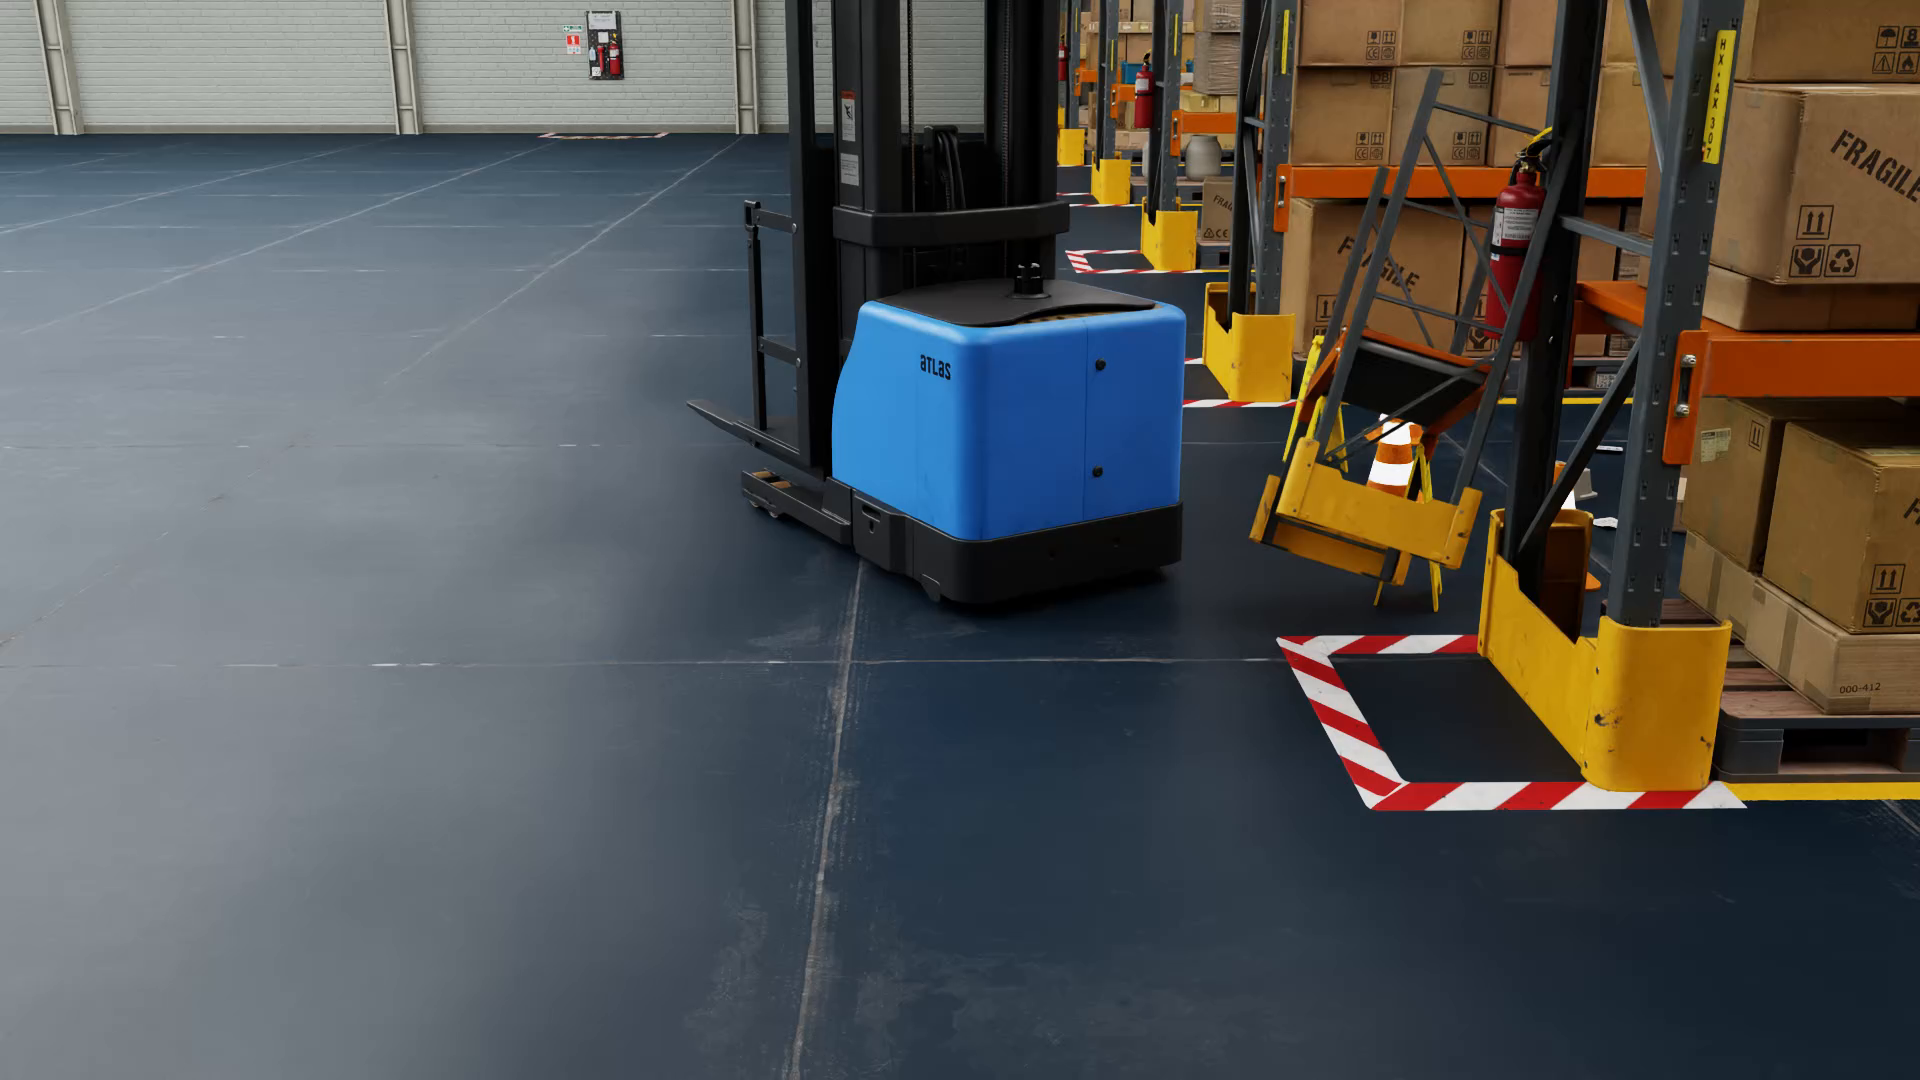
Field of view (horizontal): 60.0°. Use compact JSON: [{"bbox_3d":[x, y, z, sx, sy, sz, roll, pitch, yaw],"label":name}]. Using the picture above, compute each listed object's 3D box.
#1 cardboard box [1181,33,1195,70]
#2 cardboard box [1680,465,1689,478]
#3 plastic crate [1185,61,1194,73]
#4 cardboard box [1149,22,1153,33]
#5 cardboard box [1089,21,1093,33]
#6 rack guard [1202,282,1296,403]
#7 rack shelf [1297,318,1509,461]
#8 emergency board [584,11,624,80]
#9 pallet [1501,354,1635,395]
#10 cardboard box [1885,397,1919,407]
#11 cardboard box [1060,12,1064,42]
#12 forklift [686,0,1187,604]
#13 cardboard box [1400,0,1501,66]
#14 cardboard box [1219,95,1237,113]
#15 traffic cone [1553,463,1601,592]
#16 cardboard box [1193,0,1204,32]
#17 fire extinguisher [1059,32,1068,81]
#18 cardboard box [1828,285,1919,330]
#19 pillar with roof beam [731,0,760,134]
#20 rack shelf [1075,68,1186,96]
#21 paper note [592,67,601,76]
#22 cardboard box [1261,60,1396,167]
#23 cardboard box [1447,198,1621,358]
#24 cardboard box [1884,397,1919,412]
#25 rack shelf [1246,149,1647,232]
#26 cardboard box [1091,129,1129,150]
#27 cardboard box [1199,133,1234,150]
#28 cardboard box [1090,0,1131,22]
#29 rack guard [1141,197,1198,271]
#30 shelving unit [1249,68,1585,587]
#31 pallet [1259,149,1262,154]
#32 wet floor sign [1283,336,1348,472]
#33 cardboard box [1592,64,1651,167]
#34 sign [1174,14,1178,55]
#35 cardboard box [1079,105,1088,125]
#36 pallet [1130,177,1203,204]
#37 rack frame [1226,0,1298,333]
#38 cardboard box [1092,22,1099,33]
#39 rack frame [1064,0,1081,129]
[{"bbox_3d":[3.101,-6.985,23.746,0.500,0.500,0.700,0,18,0],"label":"cardboard box"},{"bbox_3d":[3.637,-0.475,7.704,0.637,0.503,0.797,-15,23,-39],"label":"cardboard box"},{"bbox_3d":[2.832,-5.446,19.356,0.408,0.251,0.499,0,18,-1],"label":"plastic crate"},{"bbox_3d":[2.773,-7.230,23.450,0.250,0.149,0.380,-1,18,-2],"label":"cardboard box"},{"bbox_3d":[1.991,-7.351,23.825,0.250,0.149,0.380,-1,18,-2],"label":"cardboard box"},{"bbox_3d":[1.718,-1.203,9.978,0.348,0.500,1.175,0,18,-1],"label":"rack guard"},{"bbox_3d":[1.493,-0.498,5.728,0.538,0.185,1.000,18,-3,6],"label":"rack shelf"},{"bbox_3d":[-6.254,-8.685,29.212,0.643,1.169,0.194,0,18,-1],"label":"emergency board"},{"bbox_3d":[3.757,-1.098,10.125,1.213,0.211,1.003,0,18,-1],"label":"pallet"},{"bbox_3d":[3.084,-0.544,5.358,0.250,0.149,0.380,0,18,1],"label":"cardboard box"},{"bbox_3d":[1.998,-8.809,28.584,0.500,0.500,0.500,0,18,-1],"label":"cardboard box"},{"bbox_3d":[-0.327,-1.557,7.104,1.130,2.935,3.031,-11,21,-30],"label":"forklift"},{"bbox_3d":[2.662,-2.999,9.474,0.550,0.550,0.875,0,18,-1],"label":"cardboard box"},{"bbox_3d":[2.304,-3.713,14.122,0.250,0.149,0.380,0,18,-1],"label":"cardboard box"},{"bbox_3d":[2.331,-0.070,6.508,0.334,0.463,0.336,0,18,-1],"label":"traffic cone"},{"bbox_3d":[2.311,-4.652,14.351,0.500,0.500,0.500,0,18,-1],"label":"cardboard box"},{"bbox_3d":[1.486,-7.038,24.205,0.183,0.674,0.296,0,18,-1],"label":"fire extinguisher"},{"bbox_3d":[2.516,-0.706,4.749,0.250,0.149,0.380,0,18,0],"label":"cardboard box"},{"bbox_3d":[-3.715,-10.227,24.198,0.400,9.000,9.100,0,18,-1],"label":"pillar with roof beam"},{"bbox_3d":[3.612,-6.601,23.892,4.000,0.370,1.077,0,18,-1],"label":"rack shelf"},{"bbox_3d":[-6.433,-8.286,29.409,0.142,0.148,0.016,0,18,-1],"label":"paper note"},{"bbox_3d":[2.112,-2.480,9.623,0.550,0.550,0.875,0,18,-1],"label":"cardboard box"},{"bbox_3d":[3.299,-1.610,9.946,0.875,0.875,0.875,-1,18,-2],"label":"cardboard box"},{"bbox_3d":[3.240,-0.217,5.398,0.500,0.500,0.500,0,18,1],"label":"cardboard box"},{"bbox_3d":[3.742,-2.060,9.737,4.000,0.370,1.077,0,18,-1],"label":"rack shelf"},{"bbox_3d":[2.152,-5.759,23.905,0.500,0.250,0.500,0,18,-1],"label":"cardboard box"},{"bbox_3d":[3.652,-5.766,23.926,0.500,0.250,0.500,0,18,-1],"label":"cardboard box"},{"bbox_3d":[2.132,-7.598,23.535,0.500,0.500,0.700,0,18,-1],"label":"cardboard box"},{"bbox_3d":[1.841,-2.719,14.704,0.348,0.500,1.175,0,18,-1],"label":"rack guard"},{"bbox_3d":[1.549,-0.668,5.746,0.587,1.500,1.083,18,-3,6],"label":"shelving unit"},{"bbox_3d":[4.816,-5.635,24.266,1.213,0.211,1.003,0,18,-1],"label":"pallet"},{"bbox_3d":[1.744,-0.667,8.071,0.232,0.644,0.267,-3,18,-10],"label":"wet floor sign"},{"bbox_3d":[3.753,-2.469,9.588,0.500,0.550,0.875,0,18,-1],"label":"cardboard box"},{"bbox_3d":[1.773,-4.155,13.672,0.005,0.325,0.100,0,18,-1],"label":"sign"},{"bbox_3d":[2.223,-7.352,28.737,0.500,0.311,0.500,-2,18,-7],"label":"cardboard box"},{"bbox_3d":[2.574,-4.110,19.515,1.213,0.211,1.003,0,18,-1],"label":"pallet"},{"bbox_3d":[1.742,-2.393,9.597,0.127,3.000,1.000,0,18,-1],"label":"rack frame"},{"bbox_3d":[2.008,-7.227,23.439,0.250,0.149,0.380,0,18,-1],"label":"cardboard box"},{"bbox_3d":[1.612,-6.934,23.752,0.127,3.000,1.000,0,18,-1],"label":"rack frame"}]
